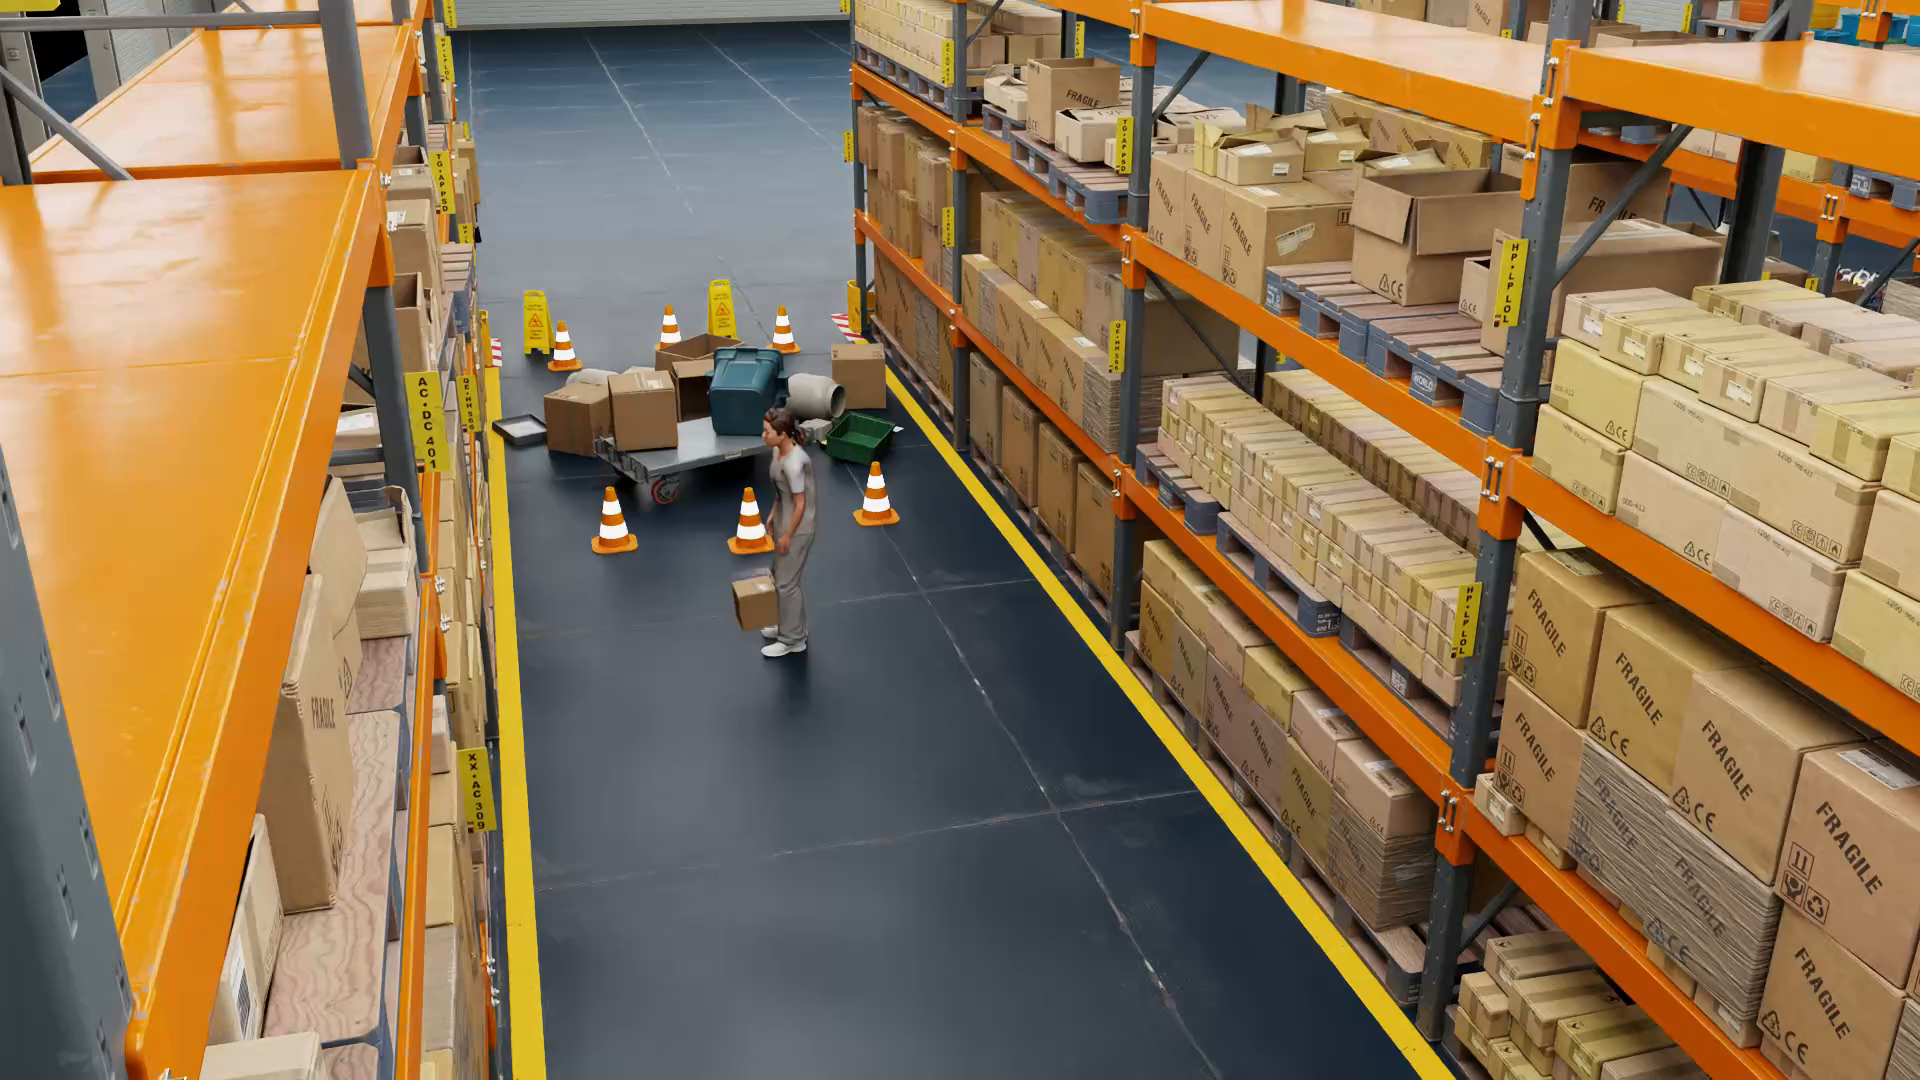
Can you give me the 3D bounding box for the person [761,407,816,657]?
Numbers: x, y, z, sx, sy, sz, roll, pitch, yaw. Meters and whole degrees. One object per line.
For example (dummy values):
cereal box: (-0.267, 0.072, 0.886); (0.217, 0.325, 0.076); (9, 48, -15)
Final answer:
person: (-1.137, -0.065, 10.747); (0.415, 1.675, 0.480); (-7, 24, -16)
